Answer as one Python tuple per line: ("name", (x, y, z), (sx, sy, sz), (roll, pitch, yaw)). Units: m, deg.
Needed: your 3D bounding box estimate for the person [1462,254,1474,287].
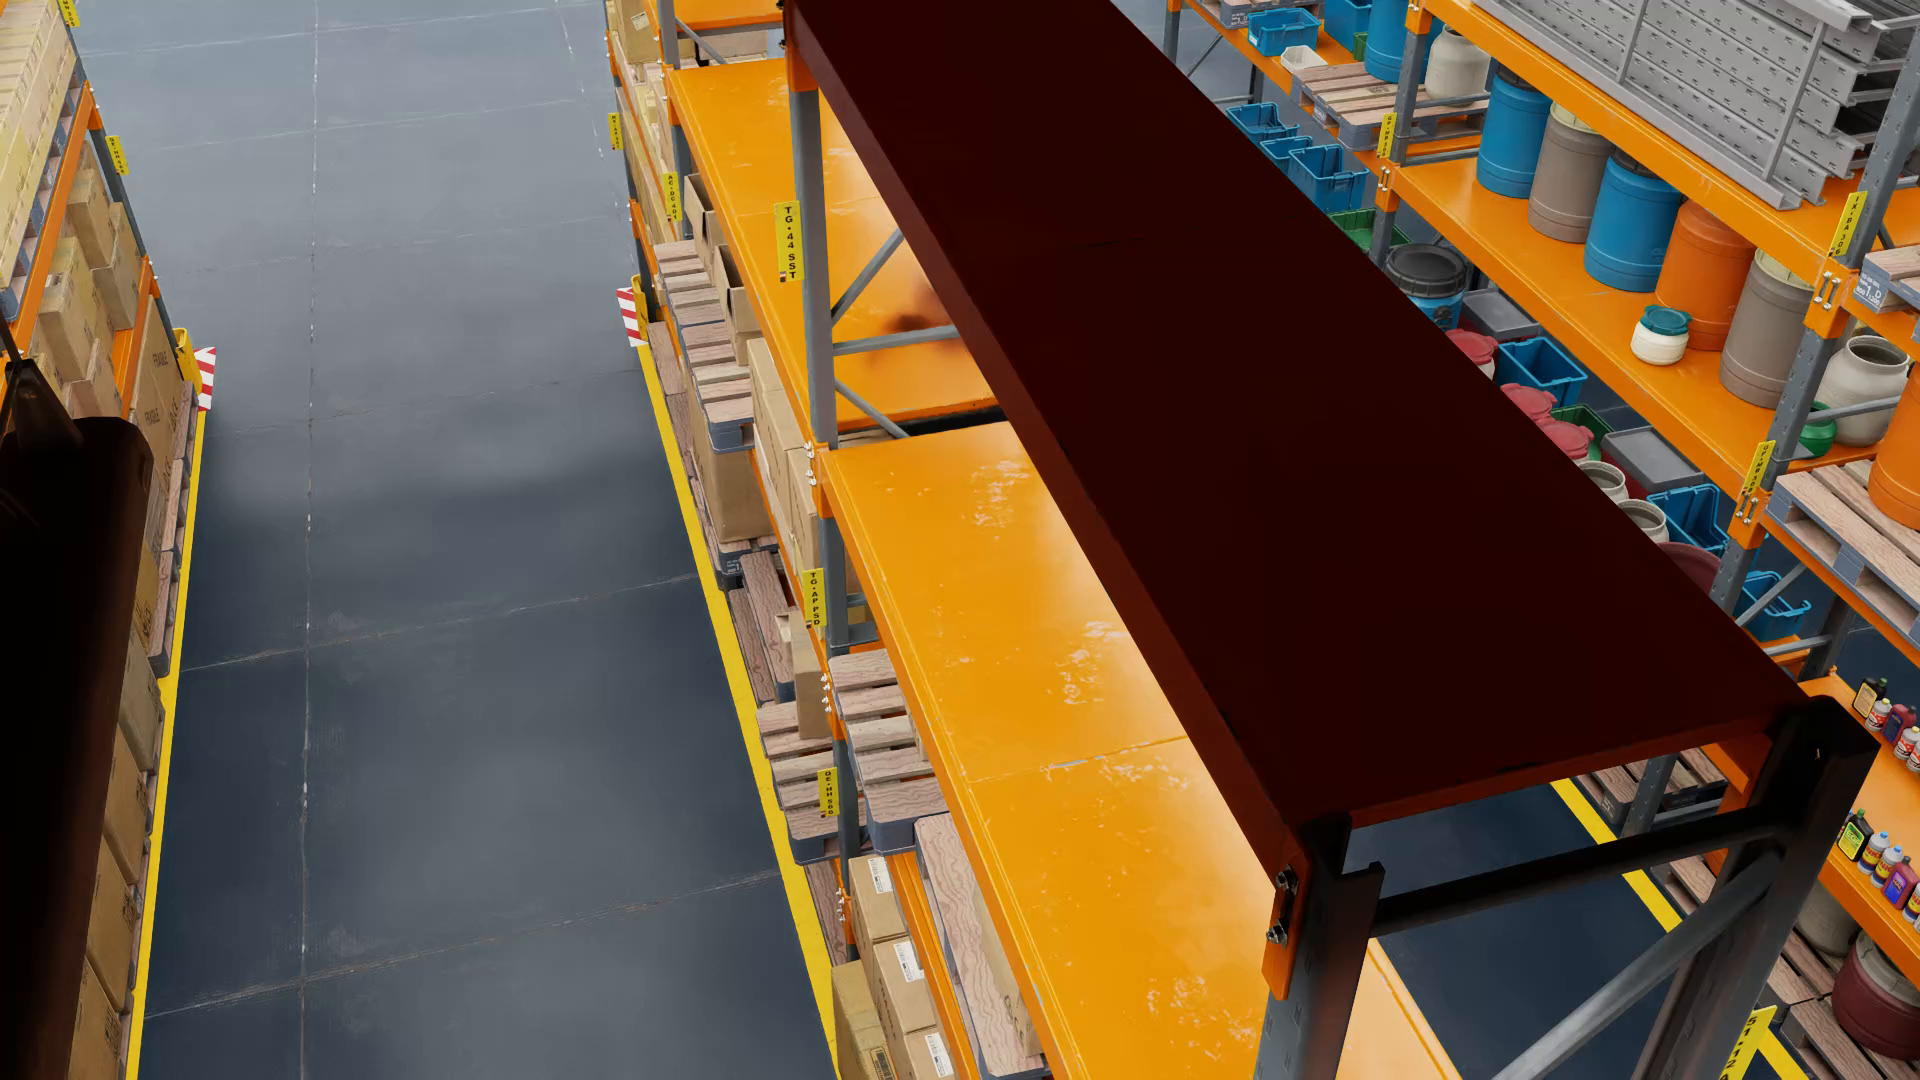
("person", (4.617, -2.578, 14.804), (0.508, 1.555, 0.624), (-9, 39, -11))
